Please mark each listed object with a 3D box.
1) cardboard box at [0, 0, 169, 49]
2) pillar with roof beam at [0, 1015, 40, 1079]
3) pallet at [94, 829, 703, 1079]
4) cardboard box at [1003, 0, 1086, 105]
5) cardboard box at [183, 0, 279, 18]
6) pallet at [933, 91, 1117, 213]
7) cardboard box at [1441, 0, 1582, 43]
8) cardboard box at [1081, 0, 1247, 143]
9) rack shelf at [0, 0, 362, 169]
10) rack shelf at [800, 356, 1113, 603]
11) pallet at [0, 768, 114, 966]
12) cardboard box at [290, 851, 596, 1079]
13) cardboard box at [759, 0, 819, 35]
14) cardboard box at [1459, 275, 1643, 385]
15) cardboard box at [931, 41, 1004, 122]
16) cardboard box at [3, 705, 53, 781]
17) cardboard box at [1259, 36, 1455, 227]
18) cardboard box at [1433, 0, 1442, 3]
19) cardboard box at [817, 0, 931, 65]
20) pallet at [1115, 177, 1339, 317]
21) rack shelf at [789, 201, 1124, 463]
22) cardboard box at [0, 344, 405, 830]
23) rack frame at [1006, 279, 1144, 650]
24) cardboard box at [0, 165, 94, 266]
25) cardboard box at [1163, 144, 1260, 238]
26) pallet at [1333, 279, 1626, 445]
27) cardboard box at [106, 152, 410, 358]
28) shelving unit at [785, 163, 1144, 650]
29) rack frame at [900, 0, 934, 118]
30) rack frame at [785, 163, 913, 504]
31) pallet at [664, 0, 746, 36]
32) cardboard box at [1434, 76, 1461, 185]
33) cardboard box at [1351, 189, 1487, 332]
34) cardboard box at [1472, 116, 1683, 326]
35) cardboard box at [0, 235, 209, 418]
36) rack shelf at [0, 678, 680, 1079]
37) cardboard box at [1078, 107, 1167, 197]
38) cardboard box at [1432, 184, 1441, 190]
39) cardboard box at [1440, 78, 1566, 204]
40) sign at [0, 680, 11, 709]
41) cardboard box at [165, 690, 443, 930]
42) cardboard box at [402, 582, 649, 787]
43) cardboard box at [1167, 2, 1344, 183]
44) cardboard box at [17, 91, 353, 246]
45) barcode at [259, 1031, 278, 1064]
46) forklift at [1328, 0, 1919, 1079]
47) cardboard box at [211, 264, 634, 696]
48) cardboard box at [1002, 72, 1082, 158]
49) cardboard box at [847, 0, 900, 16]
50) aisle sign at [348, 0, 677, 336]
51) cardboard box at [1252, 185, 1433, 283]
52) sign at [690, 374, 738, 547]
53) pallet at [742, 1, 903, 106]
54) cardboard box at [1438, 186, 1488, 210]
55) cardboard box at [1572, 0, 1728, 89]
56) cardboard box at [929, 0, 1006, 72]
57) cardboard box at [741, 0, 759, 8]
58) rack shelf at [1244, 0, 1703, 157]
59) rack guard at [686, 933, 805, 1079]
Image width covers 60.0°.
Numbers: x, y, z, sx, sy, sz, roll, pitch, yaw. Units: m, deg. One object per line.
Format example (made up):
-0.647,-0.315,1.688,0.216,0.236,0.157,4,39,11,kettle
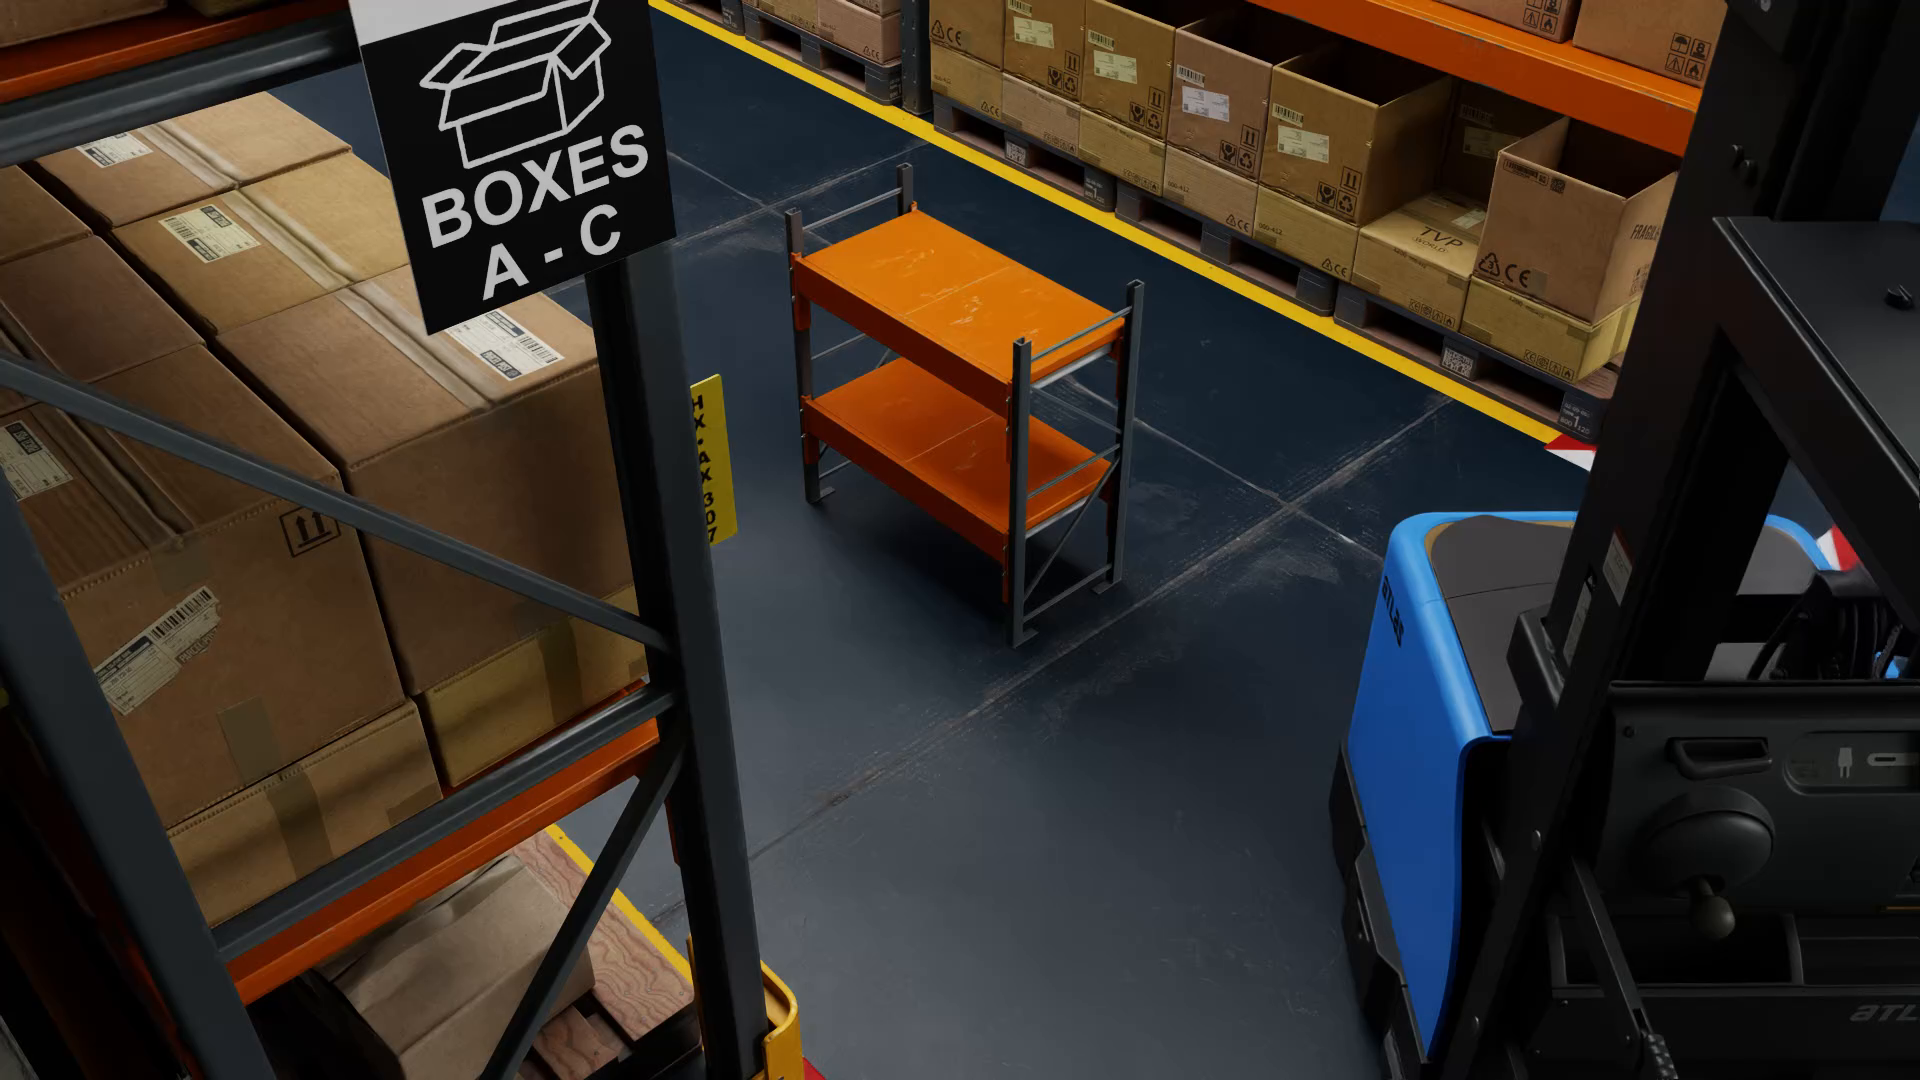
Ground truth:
-1.290,-0.851,1.858,0.500,0.500,0.500,-26,46,-29,cardboard box
1.239,-3.671,3.058,9.100,9.000,0.400,-30,48,-32,pillar with roof beam
-1.396,1.107,4.136,1.003,0.211,1.213,-30,48,-32,pallet
0.546,-2.320,7.416,0.500,0.500,0.500,-30,48,-32,cardboard box
-0.864,-1.026,2.075,0.500,0.500,0.500,-29,47,-31,cardboard box
0.626,-2.039,8.031,1.003,0.211,1.213,-30,48,-32,pallet
2.160,-2.160,5.882,0.700,0.500,0.500,-29,47,-31,cardboard box
0.879,-2.085,7.126,0.500,0.500,0.500,-30,48,-32,cardboard box
-2.174,-1.364,3.161,1.077,0.370,4.000,-30,48,-32,rack shelf
-0.005,-0.251,5.478,0.538,0.278,1.000,-30,48,-32,rack shelf
-2.217,0.542,4.835,1.003,0.211,1.213,-30,48,-32,pallet
-1.223,0.965,3.882,0.500,0.311,0.500,29,47,31,cardboard box
-0.716,-2.907,8.740,0.500,0.250,0.500,-31,48,-32,cardboard box
2.244,-0.875,6.224,0.500,0.250,0.500,-30,48,-32,cardboard box
0.210,-2.260,7.939,0.500,0.250,0.500,-30,48,-32,cardboard box
-1.639,0.129,3.231,0.500,0.250,0.500,-29,47,-31,cardboard box
1.556,-1.622,6.553,0.500,0.500,0.500,-30,48,-32,cardboard box
1.828,-2.392,6.169,0.700,0.500,0.500,-30,47,-31,cardboard box
-0.375,-2.672,8.450,0.500,0.250,0.500,-30,48,-32,cardboard box
1.456,-1.474,7.332,1.003,0.211,1.213,-30,48,-32,pallet
-0.005,-0.668,5.141,0.538,0.278,1.000,-30,48,-32,rack shelf
-1.297,0.079,2.695,0.500,0.500,0.500,-31,48,-32,cardboard box
0.339,-0.205,5.033,0.500,1.125,0.032,-30,48,-32,rack frame
-1.983,-0.395,3.283,0.500,0.500,0.500,-31,48,-33,cardboard box
1.221,-1.564,7.077,0.500,0.250,0.500,-30,48,-32,cardboard box
2.277,-0.910,6.633,1.003,0.211,1.213,-30,48,-32,pallet
-1.250,-0.375,3.257,0.500,0.500,0.500,-30,48,-32,cardboard box
-0.005,-0.441,5.325,0.538,1.125,1.048,-30,48,-32,shelving unit
0.119,-3.510,7.633,1.000,3.000,0.127,-30,48,-32,rack frame
-0.348,-0.676,5.616,0.500,1.125,0.032,-30,48,-32,rack frame
-1.237,-3.314,9.610,1.003,0.211,1.213,-30,48,-32,pallet
1.939,-1.843,6.826,0.500,0.500,0.500,-30,48,-32,cardboard box
1.897,-1.101,6.504,0.500,0.250,0.500,-30,48,-32,cardboard box
2.243,-1.166,5.988,0.500,0.500,0.500,-30,48,-32,cardboard box
-1.630,-0.158,2.989,0.500,0.500,0.500,-29,47,-31,cardboard box
-2.174,-0.198,4.104,1.077,0.370,4.000,-30,48,-32,rack shelf
0.878,-1.793,7.361,0.500,0.250,0.500,-30,48,-32,cardboard box
1.947,-1.556,7.068,0.500,0.250,0.500,-30,48,-32,cardboard box
2.286,-1.617,6.547,0.500,0.500,0.500,-30,48,-32,cardboard box
-1.244,0.101,1.988,0.100,0.325,0.005,-30,48,-32,sign
-1.281,0.365,2.939,0.500,0.250,0.500,-29,47,-31,cardboard box
-0.918,0.138,3.219,0.500,0.250,0.500,-31,48,-33,cardboard box
1.218,-1.854,6.840,0.500,0.500,0.500,-30,48,-32,cardboard box
-1.595,-0.616,3.557,0.500,0.500,0.500,-32,49,-33,cardboard box
-1.530,1.123,3.679,0.001,0.075,0.075,-30,48,-32,barcode
1.563,0.549,2.662,1.130,2.935,3.031,0,39,0,forklift
-0.923,-0.142,2.969,0.500,0.500,0.500,-30,48,-32,cardboard box
0.544,-2.026,7.650,0.500,0.250,0.500,-30,48,-32,cardboard box
-0.366,-2.887,8.270,0.500,0.311,0.500,-30,48,-32,cardboard box
-0.552,-0.657,2.032,0.394,0.787,0.004,-30,48,-32,aisle sign
1.558,-1.332,6.790,0.500,0.250,0.500,-30,48,-32,cardboard box
-0.422,-0.119,2.745,0.100,0.325,0.005,-30,48,-32,sign
-0.408,-2.749,8.910,1.003,0.211,1.213,-30,48,-32,pallet
2.285,-1.325,6.781,0.500,0.250,0.500,-30,48,-32,cardboard box
2.518,-1.919,5.583,0.700,0.500,0.500,-30,48,-32,cardboard box
0.202,-2.548,7.698,0.500,0.500,0.500,-30,48,-32,cardboard box
-1.062,-3.144,9.033,0.500,0.250,0.500,-29,47,-31,cardboard box
1.472,-2.304,6.713,1.077,0.370,4.000,-30,48,-32,rack shelf
-0.873,1.385,3.561,1.175,0.500,0.348,-30,48,-32,rack guard
